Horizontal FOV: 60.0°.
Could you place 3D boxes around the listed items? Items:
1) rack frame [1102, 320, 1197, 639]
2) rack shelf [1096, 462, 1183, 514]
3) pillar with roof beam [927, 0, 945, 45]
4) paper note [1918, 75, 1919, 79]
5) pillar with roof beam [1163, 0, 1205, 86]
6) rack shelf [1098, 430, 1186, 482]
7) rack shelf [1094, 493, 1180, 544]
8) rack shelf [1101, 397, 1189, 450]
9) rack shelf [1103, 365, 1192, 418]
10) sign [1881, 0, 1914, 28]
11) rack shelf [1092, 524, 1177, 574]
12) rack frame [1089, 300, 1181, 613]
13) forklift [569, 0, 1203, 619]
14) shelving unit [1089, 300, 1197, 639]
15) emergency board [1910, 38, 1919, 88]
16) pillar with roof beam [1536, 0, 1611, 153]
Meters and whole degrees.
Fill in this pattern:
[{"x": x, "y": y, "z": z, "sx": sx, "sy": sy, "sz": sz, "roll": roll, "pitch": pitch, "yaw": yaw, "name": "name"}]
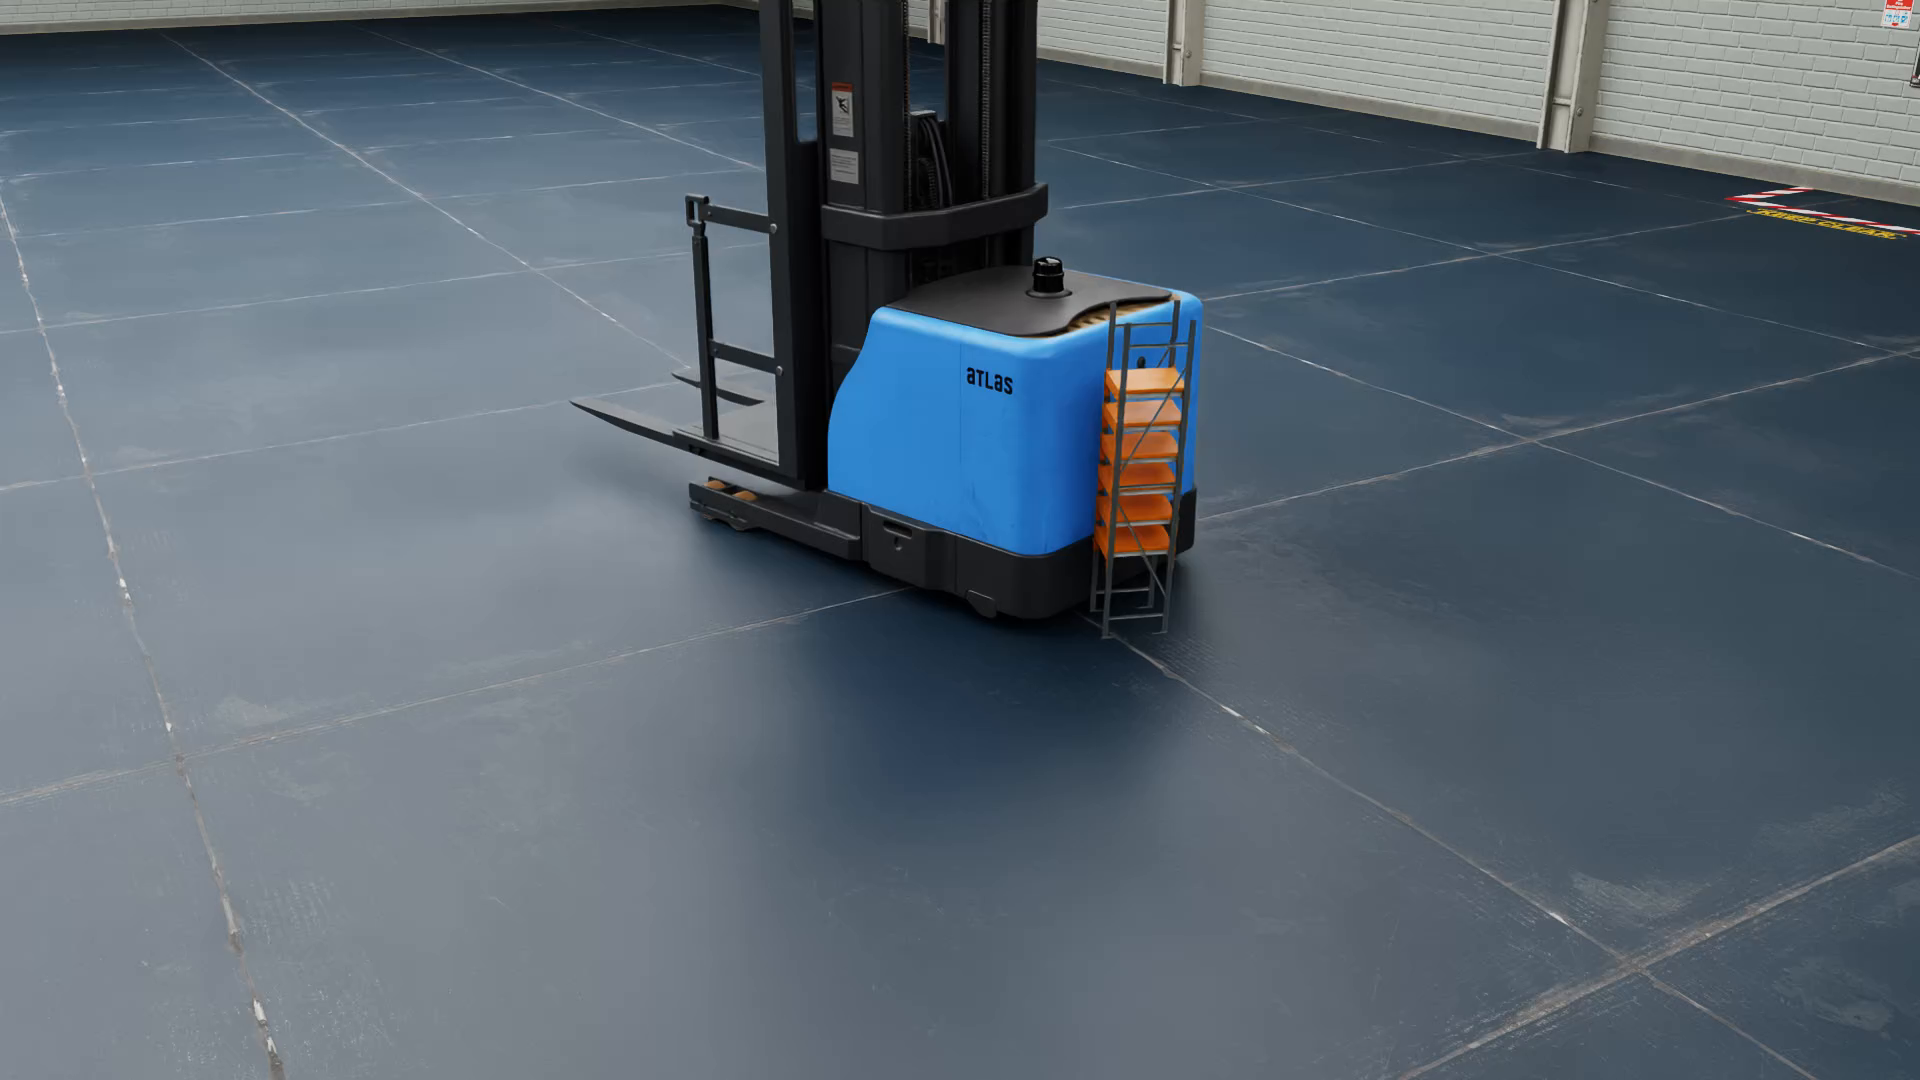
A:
[{"x": 0.638, "y": -0.181, "z": 5.672, "sx": 0.240, "sy": 1.200, "sz": 0.006, "roll": -4, "pitch": 29, "yaw": -9, "name": "rack frame"}, {"x": 0.621, "y": -0.186, "z": 5.773, "sx": 0.258, "sy": 0.103, "sz": 0.180, "roll": -4, "pitch": 29, "yaw": -9, "name": "rack shelf"}, {"x": -3.972, "y": -11.024, "z": 21.983, "sx": 9.100, "sy": 9.000, "sz": 0.400, "roll": -13, "pitch": 25, "yaw": -28, "name": "pillar with roof beam"}, {"x": 7.663, "y": -3.716, "z": 13.140, "sx": 0.016, "sy": 0.148, "sz": 0.142, "roll": -13, "pitch": 25, "yaw": -28, "name": "paper note"}, {"x": -0.907, "y": -9.082, "z": 17.204, "sx": 9.100, "sy": 9.000, "sz": 0.400, "roll": -13, "pitch": 25, "yaw": -28, "name": "pillar with roof beam"}, {"x": 0.624, "y": -0.291, "z": 5.715, "sx": 0.258, "sy": 0.103, "sz": 0.180, "roll": -4, "pitch": 29, "yaw": -9, "name": "rack shelf"}, {"x": 0.618, "y": -0.081, "z": 5.830, "sx": 0.258, "sy": 0.103, "sz": 0.180, "roll": -4, "pitch": 29, "yaw": -9, "name": "rack shelf"}, {"x": 0.626, "y": -0.396, "z": 5.657, "sx": 0.258, "sy": 0.103, "sz": 0.180, "roll": -4, "pitch": 29, "yaw": -9, "name": "rack shelf"}, {"x": 0.629, "y": -0.502, "z": 5.600, "sx": 0.258, "sy": 0.103, "sz": 0.180, "roll": -4, "pitch": 29, "yaw": -9, "name": "rack shelf"}, {"x": 7.500, "y": -4.269, "z": 13.283, "sx": 0.001, "sy": 0.329, "sz": 0.234, "roll": -13, "pitch": 25, "yaw": -28, "name": "sign"}, {"x": 0.616, "y": 0.024, "z": 5.888, "sx": 0.258, "sy": 0.103, "sz": 0.180, "roll": -4, "pitch": 29, "yaw": -9, "name": "rack shelf"}, {"x": 0.606, "y": -0.269, "z": 5.830, "sx": 0.240, "sy": 1.200, "sz": 0.006, "roll": -4, "pitch": 29, "yaw": -9, "name": "rack frame"}, {"x": -0.503, "y": -1.522, "z": 6.663, "sx": 3.031, "sy": 2.935, "sz": 1.130, "roll": 19, "pitch": 29, "yaw": 39, "name": "forklift"}, {"x": 0.622, "y": -0.225, "z": 5.751, "sx": 0.258, "sy": 1.200, "sz": 0.189, "roll": -4, "pitch": 29, "yaw": -9, "name": "shelving unit"}, {"x": 7.705, "y": -4.060, "z": 12.816, "sx": 0.157, "sy": 1.169, "sz": 0.626, "roll": -13, "pitch": 25, "yaw": -28, "name": "emergency board"}, {"x": 2.157, "y": -7.139, "z": 12.426, "sx": 9.100, "sy": 9.000, "sz": 0.400, "roll": -13, "pitch": 25, "yaw": -28, "name": "pillar with roof beam"}]
